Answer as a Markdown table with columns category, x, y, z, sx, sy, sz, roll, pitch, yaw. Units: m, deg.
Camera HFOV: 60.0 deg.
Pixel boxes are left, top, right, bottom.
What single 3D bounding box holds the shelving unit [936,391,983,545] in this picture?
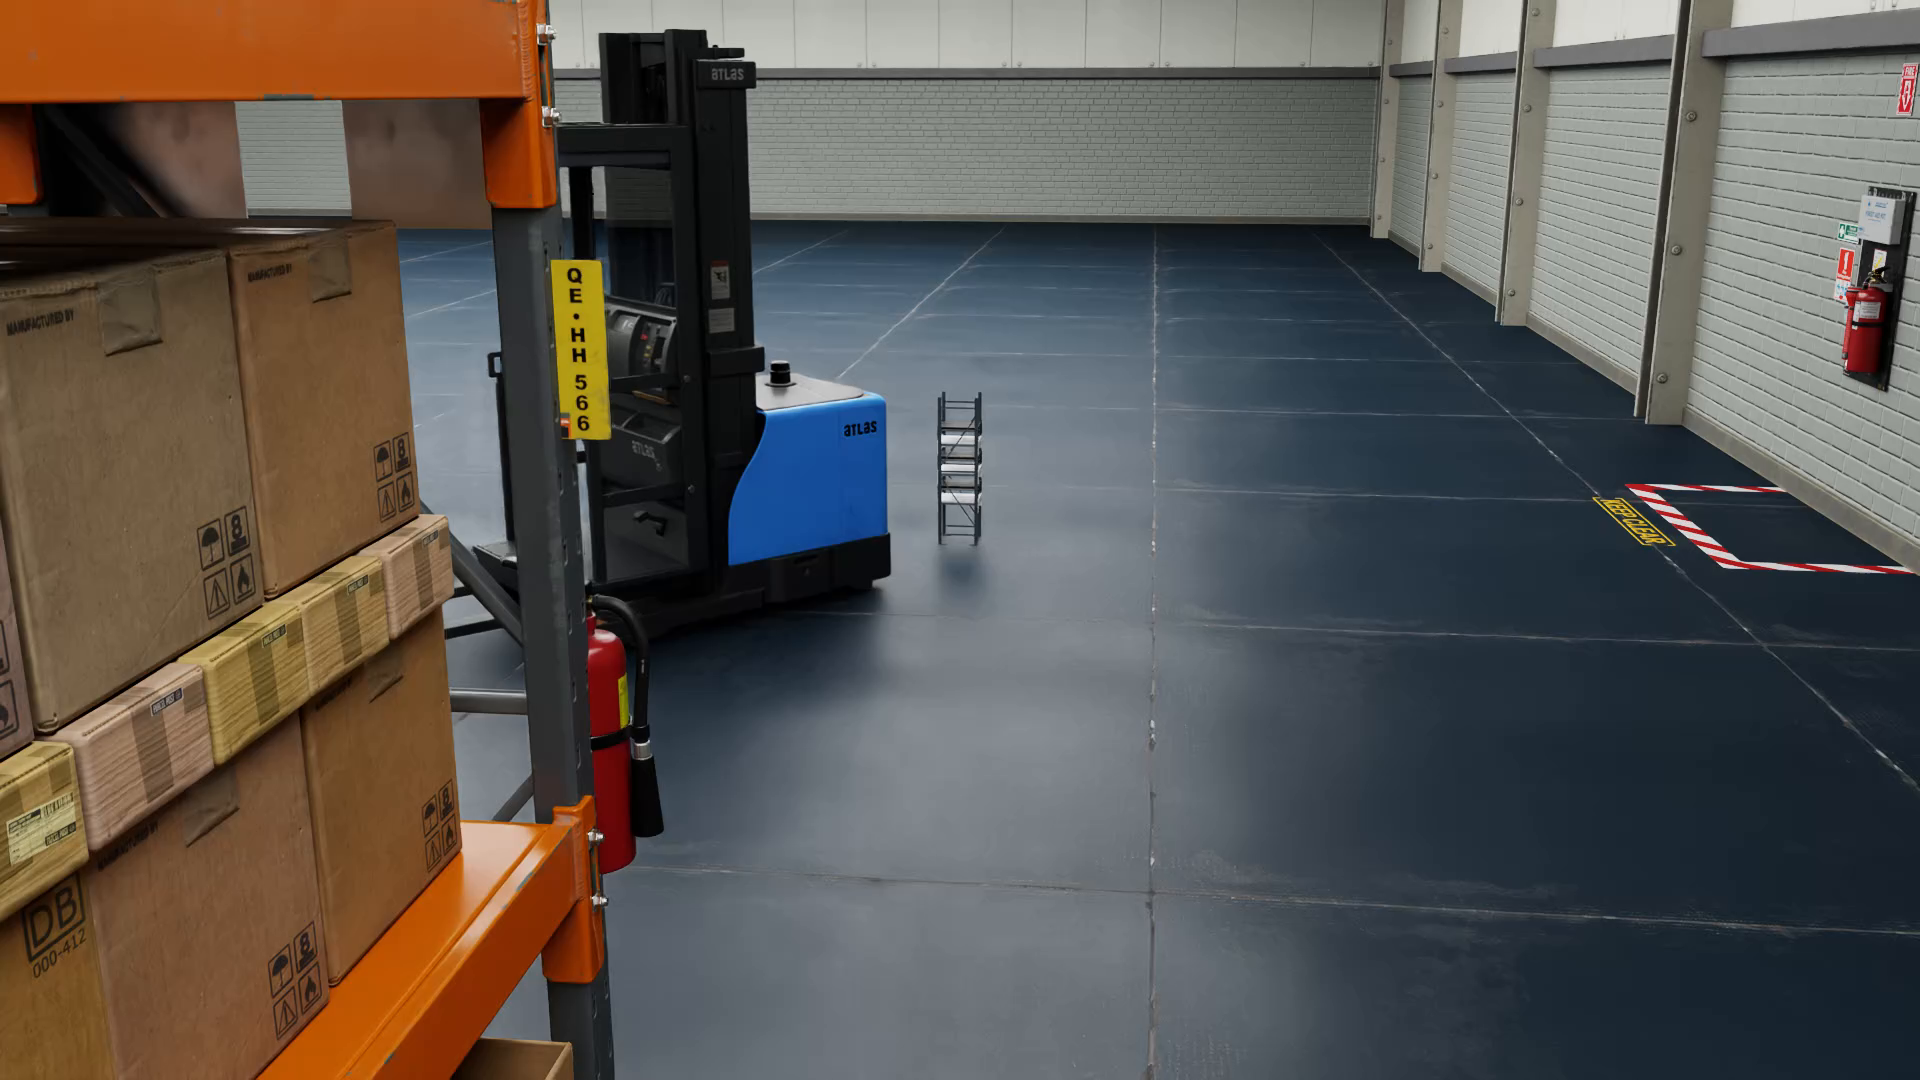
| category | x | y | z | sx | sy | sz | roll | pitch | yaw |
| --- | --- | --- | --- | --- | --- | --- | --- | --- | --- |
| shelving unit | -0.001 | -0.432 | 10.037 | 0.258 | 0.900 | 0.210 | 2 | 15 | 6 |

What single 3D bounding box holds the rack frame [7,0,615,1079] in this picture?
| category | x | y | z | sx | sy | sz | roll | pitch | yaw |
| --- | --- | --- | --- | --- | --- | --- | --- | --- | --- |
| rack frame | -1.223 | 0.311 | 3.264 | 0.949 | 2.616 | 0.053 | 2 | 15 | 6 |

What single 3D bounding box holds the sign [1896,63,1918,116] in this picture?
| category | x | y | z | sx | sy | sz | roll | pitch | yaw |
| --- | --- | --- | --- | --- | --- | --- | --- | --- | --- |
| sign | 5.571 | -2.651 | 9.778 | 0.001 | 0.298 | 0.199 | 2 | 15 | 6 |

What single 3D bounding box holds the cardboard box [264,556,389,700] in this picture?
| category | x | y | z | sx | sy | sz | roll | pitch | yaw |
| --- | --- | --- | --- | --- | --- | --- | --- | --- | --- |
| cardboard box | -1.108 | 0.123 | 2.528 | 0.380 | 0.149 | 0.250 | 2 | 15 | 8 |

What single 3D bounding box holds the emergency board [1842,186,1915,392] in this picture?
| category | x | y | z | sx | sy | sz | roll | pitch | yaw |
| --- | --- | --- | --- | --- | --- | --- | --- | --- | --- |
| emergency board | 5.471 | -1.533 | 10.084 | 0.194 | 1.169 | 0.643 | 2 | 15 | 6 |

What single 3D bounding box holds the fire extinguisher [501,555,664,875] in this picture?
| category | x | y | z | sx | sy | sz | roll | pitch | yaw |
| --- | --- | --- | --- | --- | --- | --- | --- | --- | --- |
| fire extinguisher | -0.751 | 0.332 | 3.337 | 0.296 | 0.674 | 0.183 | 2 | 15 | 6 |

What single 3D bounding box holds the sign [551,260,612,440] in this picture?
| category | x | y | z | sx | sy | sz | roll | pitch | yaw |
| --- | --- | --- | --- | --- | --- | --- | --- | --- | --- |
| sign | -0.688 | -0.342 | 3.010 | 0.100 | 0.325 | 0.005 | 2 | 15 | 6 |

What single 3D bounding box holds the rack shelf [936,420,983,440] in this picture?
| category | x | y | z | sx | sy | sz | roll | pitch | yaw |
| --- | --- | --- | --- | --- | --- | --- | --- | --- | --- |
| rack shelf | -0.001 | -0.661 | 9.975 | 0.258 | 0.077 | 0.200 | 2 | 15 | 6 |

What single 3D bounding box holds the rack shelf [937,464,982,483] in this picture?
| category | x | y | z | sx | sy | sz | roll | pitch | yaw |
| --- | --- | --- | --- | --- | --- | --- | --- | --- | --- |
| rack shelf | -0.001 | -0.400 | 10.046 | 0.258 | 0.077 | 0.200 | 2 | 15 | 6 |

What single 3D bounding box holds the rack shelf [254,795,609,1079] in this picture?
| category | x | y | z | sx | sy | sz | roll | pitch | yaw |
| --- | --- | --- | --- | --- | --- | --- | --- | --- | --- |
| rack shelf | -1.452 | 1.177 | 1.440 | 1.077 | 0.370 | 4.000 | 2 | 15 | 6 |

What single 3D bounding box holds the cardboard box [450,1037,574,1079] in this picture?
| category | x | y | z | sx | sy | sz | roll | pitch | yaw |
| --- | --- | --- | --- | --- | --- | --- | --- | --- | --- |
| cardboard box | -0.991 | 1.222 | 2.924 | 0.500 | 0.500 | 0.500 | 2 | 15 | 6 |

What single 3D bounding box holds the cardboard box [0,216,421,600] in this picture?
| category | x | y | z | sx | sy | sz | roll | pitch | yaw |
| --- | --- | --- | --- | --- | --- | --- | --- | --- | --- |
| cardboard box | -1.297 | -0.229 | 2.585 | 0.700 | 0.500 | 0.500 | 2 | 15 | 6 |

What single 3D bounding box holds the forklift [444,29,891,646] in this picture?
| category | x | y | z | sx | sy | sz | roll | pitch | yaw |
| --- | --- | --- | --- | --- | --- | --- | --- | --- | --- |
| forklift | -1.846 | -1.012 | 8.291 | 3.031 | 2.935 | 1.130 | -12 | 19 | -37 |

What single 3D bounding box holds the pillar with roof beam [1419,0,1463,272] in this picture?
| category | x | y | z | sx | sy | sz | roll | pitch | yaw |
| --- | --- | --- | --- | --- | --- | --- | --- | --- | --- |
| pillar with roof beam | 2.908 | -8.584 | 24.669 | 9.100 | 9.000 | 0.400 | 2 | 15 | 6 |

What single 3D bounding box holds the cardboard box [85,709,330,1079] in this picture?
| category | x | y | z | sx | sy | sz | roll | pitch | yaw |
| --- | --- | --- | --- | --- | --- | --- | --- | --- | --- |
| cardboard box | -1.346 | 0.520 | 2.301 | 0.700 | 0.500 | 0.500 | 2 | 15 | 8 |

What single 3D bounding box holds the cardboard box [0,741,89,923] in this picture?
| category | x | y | z | sx | sy | sz | roll | pitch | yaw |
| --- | --- | --- | --- | --- | --- | --- | --- | --- | --- |
| cardboard box | -1.197 | 0.322 | 1.790 | 0.380 | 0.149 | 0.250 | 2 | 15 | 8 |

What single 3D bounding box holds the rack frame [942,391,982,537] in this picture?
| category | x | y | z | sx | sy | sz | roll | pitch | yaw |
| --- | --- | --- | --- | --- | --- | --- | --- | --- | --- |
| rack frame | 0.011 | -0.459 | 10.134 | 0.240 | 0.900 | 0.006 | 2 | 15 | 6 |

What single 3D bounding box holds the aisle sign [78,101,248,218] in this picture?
| category | x | y | z | sx | sy | sz | roll | pitch | yaw |
| --- | --- | --- | --- | --- | --- | --- | --- | --- | --- |
| aisle sign | -1.523 | -0.970 | 3.021 | 0.394 | 0.787 | 0.004 | 2 | 15 | 6 |

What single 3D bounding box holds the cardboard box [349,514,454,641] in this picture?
| category | x | y | z | sx | sy | sz | roll | pitch | yaw |
| --- | --- | --- | --- | --- | --- | --- | --- | --- | --- |
| cardboard box | -1.080 | 0.055 | 2.779 | 0.380 | 0.149 | 0.250 | 1 | 15 | 5 |

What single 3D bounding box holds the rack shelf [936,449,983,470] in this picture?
| category | x | y | z | sx | sy | sz | roll | pitch | yaw |
| --- | --- | --- | --- | --- | --- | --- | --- | --- | --- |
| rack shelf | -0.001 | -0.487 | 10.022 | 0.258 | 0.077 | 0.200 | 2 | 15 | 6 |

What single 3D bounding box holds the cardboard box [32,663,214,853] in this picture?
| category | x | y | z | sx | sy | sz | roll | pitch | yaw |
| --- | --- | --- | --- | --- | --- | --- | --- | --- | --- |
| cardboard box | -1.167 | 0.254 | 2.042 | 0.380 | 0.149 | 0.250 | 2 | 15 | 7 |

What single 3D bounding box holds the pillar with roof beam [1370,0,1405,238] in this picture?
| category | x | y | z | sx | sy | sz | roll | pitch | yaw |
| --- | --- | --- | --- | --- | --- | --- | --- | --- | --- |
| pillar with roof beam | 3.585 | -10.140 | 30.424 | 9.100 | 9.000 | 0.400 | 2 | 15 | 6 |

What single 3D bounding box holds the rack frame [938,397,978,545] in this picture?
| category | x | y | z | sx | sy | sz | roll | pitch | yaw |
| --- | --- | --- | --- | --- | --- | --- | --- | --- | --- |
| rack frame | -0.012 | -0.406 | 9.939 | 0.240 | 0.900 | 0.006 | 2 | 15 | 6 |

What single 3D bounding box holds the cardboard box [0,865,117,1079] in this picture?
| category | x | y | z | sx | sy | sz | roll | pitch | yaw |
| --- | --- | --- | --- | --- | --- | --- | --- | --- | --- |
| cardboard box | -1.408 | 0.649 | 1.825 | 0.700 | 0.500 | 0.500 | 2 | 15 | 7 |

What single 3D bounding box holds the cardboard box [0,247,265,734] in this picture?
| category | x | y | z | sx | sy | sz | roll | pitch | yaw |
| --- | --- | --- | --- | --- | --- | --- | --- | --- | --- |
| cardboard box | -1.351 | -0.092 | 2.080 | 0.700 | 0.500 | 0.500 | 1 | 15 | 5 |

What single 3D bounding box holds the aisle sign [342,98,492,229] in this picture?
| category | x | y | z | sx | sy | sz | roll | pitch | yaw |
| --- | --- | --- | --- | --- | --- | --- | --- | --- | --- |
| aisle sign | -0.927 | -0.952 | 2.956 | 0.394 | 0.787 | 0.004 | 2 | 15 | 6 |

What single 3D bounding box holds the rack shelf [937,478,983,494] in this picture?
| category | x | y | z | sx | sy | sz | roll | pitch | yaw |
| --- | --- | --- | --- | --- | --- | --- | --- | --- | --- |
| rack shelf | -0.001 | -0.313 | 10.069 | 0.258 | 0.077 | 0.200 | 2 | 15 | 6 |

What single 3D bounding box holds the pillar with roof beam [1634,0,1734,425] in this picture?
| category | x | y | z | sx | sy | sz | roll | pitch | yaw |
| --- | --- | --- | --- | --- | --- | --- | --- | --- | --- |
| pillar with roof beam | 1.553 | -5.472 | 13.159 | 9.100 | 9.000 | 0.400 | 2 | 15 | 6 |

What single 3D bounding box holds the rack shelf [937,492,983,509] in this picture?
| category | x | y | z | sx | sy | sz | roll | pitch | yaw |
| --- | --- | --- | --- | --- | --- | --- | --- | --- | --- |
| rack shelf | -0.001 | -0.226 | 10.092 | 0.258 | 0.077 | 0.200 | 2 | 15 | 6 |

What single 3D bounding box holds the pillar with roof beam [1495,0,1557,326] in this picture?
| category | x | y | z | sx | sy | sz | roll | pitch | yaw |
| --- | --- | --- | --- | --- | --- | --- | --- | --- | --- |
| pillar with roof beam | 2.231 | -7.028 | 18.914 | 9.100 | 9.000 | 0.400 | 2 | 15 | 6 |

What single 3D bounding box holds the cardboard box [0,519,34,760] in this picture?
| category | x | y | z | sx | sy | sz | roll | pitch | yaw |
| --- | --- | --- | --- | --- | --- | --- | --- | --- | --- |
| cardboard box | -1.407 | 0.038 | 1.596 | 0.700 | 0.500 | 0.500 | 2 | 15 | 6 |

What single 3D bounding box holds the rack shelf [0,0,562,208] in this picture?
| category | x | y | z | sx | sy | sz | roll | pitch | yaw |
| --- | --- | --- | --- | --- | --- | --- | --- | --- | --- |
| rack shelf | -1.452 | -0.271 | 1.048 | 1.077 | 0.370 | 4.000 | 2 | 15 | 6 |

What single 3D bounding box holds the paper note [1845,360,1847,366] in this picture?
| category | x | y | z | sx | sy | sz | roll | pitch | yaw |
| --- | --- | --- | --- | --- | --- | --- | --- | --- | --- |
| paper note | 5.559 | -1.151 | 10.361 | 0.016 | 0.148 | 0.142 | 2 | 15 | 6 |

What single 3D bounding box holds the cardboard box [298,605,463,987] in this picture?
| category | x | y | z | sx | sy | sz | roll | pitch | yaw |
| --- | --- | --- | --- | --- | --- | --- | --- | --- | --- |
| cardboard box | -1.291 | 0.384 | 2.805 | 0.700 | 0.500 | 0.500 | 2 | 15 | 6 |

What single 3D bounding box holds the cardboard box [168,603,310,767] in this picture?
| category | x | y | z | sx | sy | sz | roll | pitch | yaw |
| --- | --- | --- | --- | --- | --- | --- | --- | --- | --- |
| cardboard box | -1.137 | 0.189 | 2.283 | 0.380 | 0.149 | 0.250 | 1 | 15 | 5 |

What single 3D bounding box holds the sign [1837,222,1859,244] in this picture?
| category | x | y | z | sx | sy | sz | roll | pitch | yaw |
| --- | --- | --- | --- | --- | --- | --- | --- | --- | --- |
| sign | 5.626 | -1.945 | 10.526 | 0.001 | 0.109 | 0.331 | 2 | 15 | 6 |

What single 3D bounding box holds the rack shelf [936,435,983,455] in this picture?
| category | x | y | z | sx | sy | sz | roll | pitch | yaw |
| --- | --- | --- | --- | --- | --- | --- | --- | --- | --- |
| rack shelf | -0.001 | -0.574 | 9.999 | 0.258 | 0.077 | 0.200 | 2 | 15 | 6 |

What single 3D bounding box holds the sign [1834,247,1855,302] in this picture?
| category | x | y | z | sx | sy | sz | roll | pitch | yaw |
| --- | --- | --- | --- | --- | --- | --- | --- | --- | --- |
| sign | 5.636 | -1.690 | 10.598 | 0.001 | 0.329 | 0.234 | 2 | 15 | 6 |
